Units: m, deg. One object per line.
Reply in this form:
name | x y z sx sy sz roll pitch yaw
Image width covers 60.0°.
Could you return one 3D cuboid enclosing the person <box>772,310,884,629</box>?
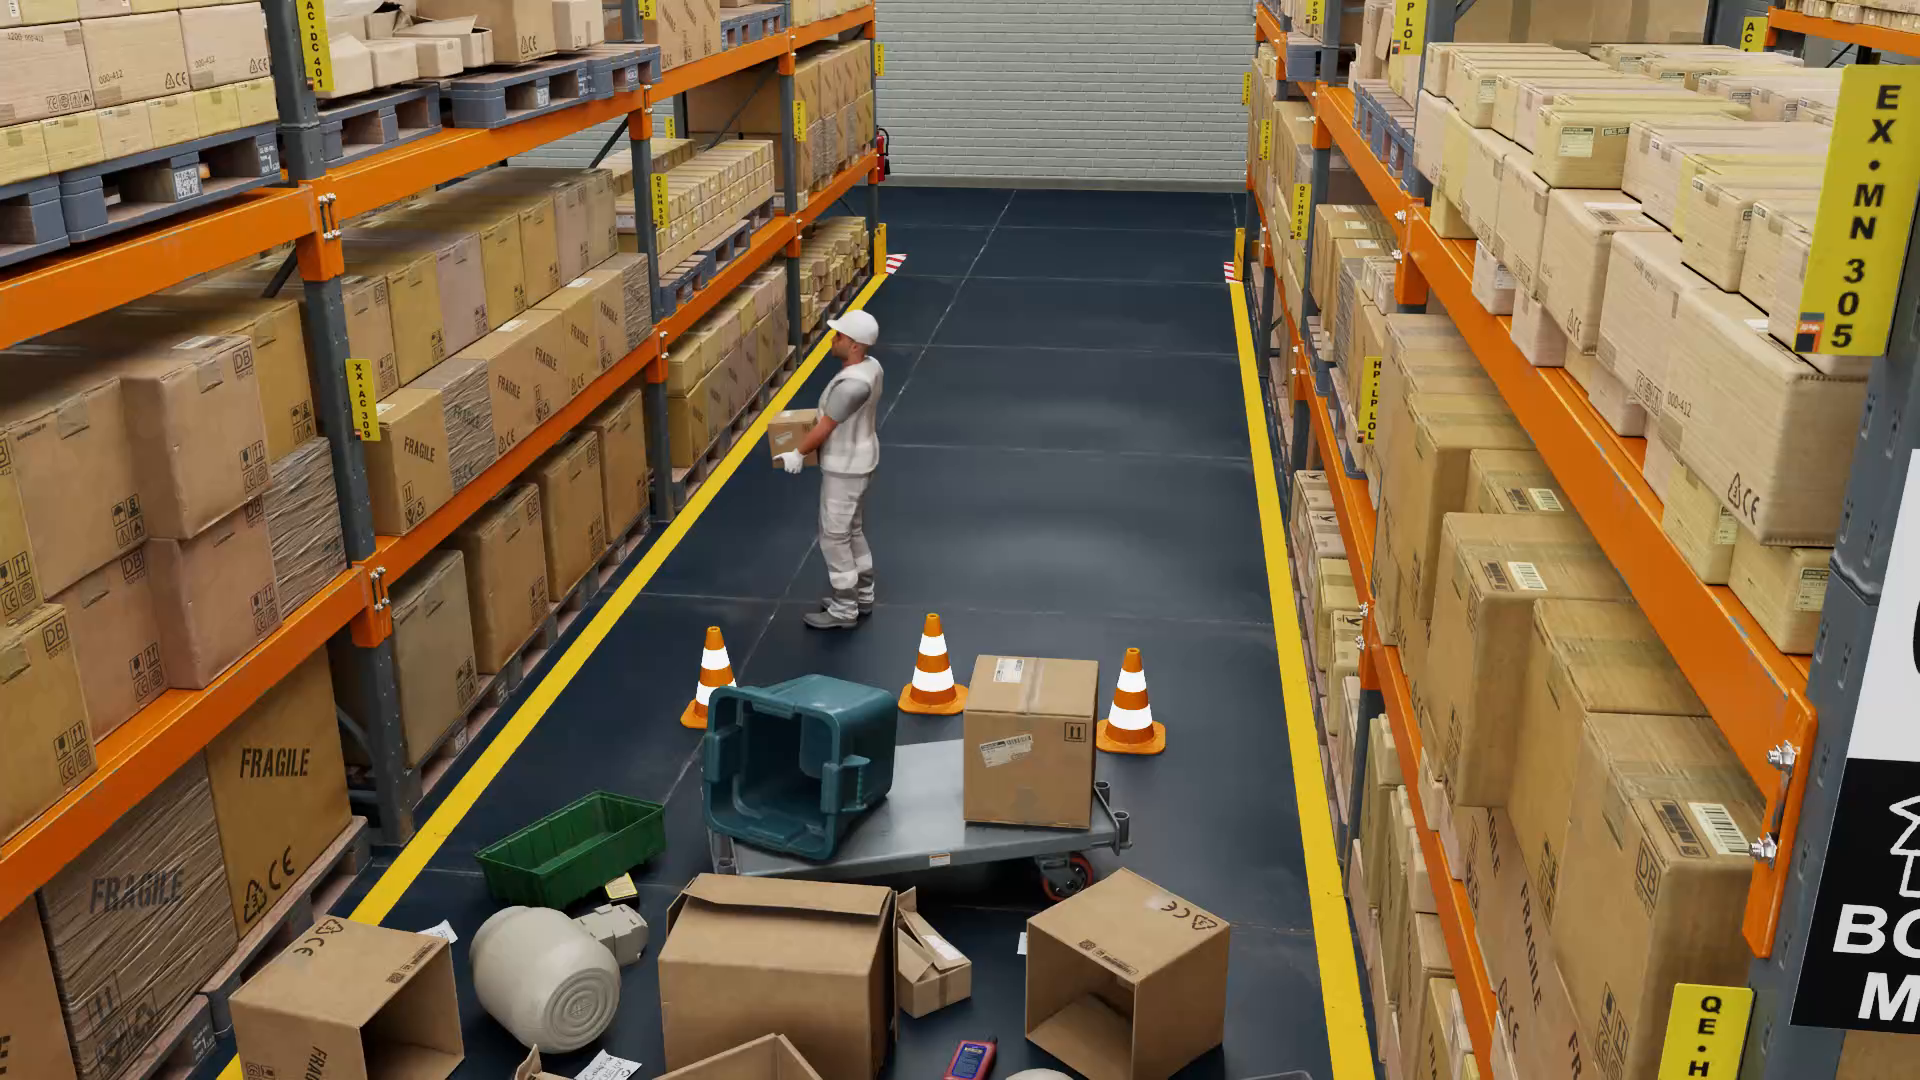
person | -0.710 -0.382 9.056 0.573 1.782 0.494 2 21 6
